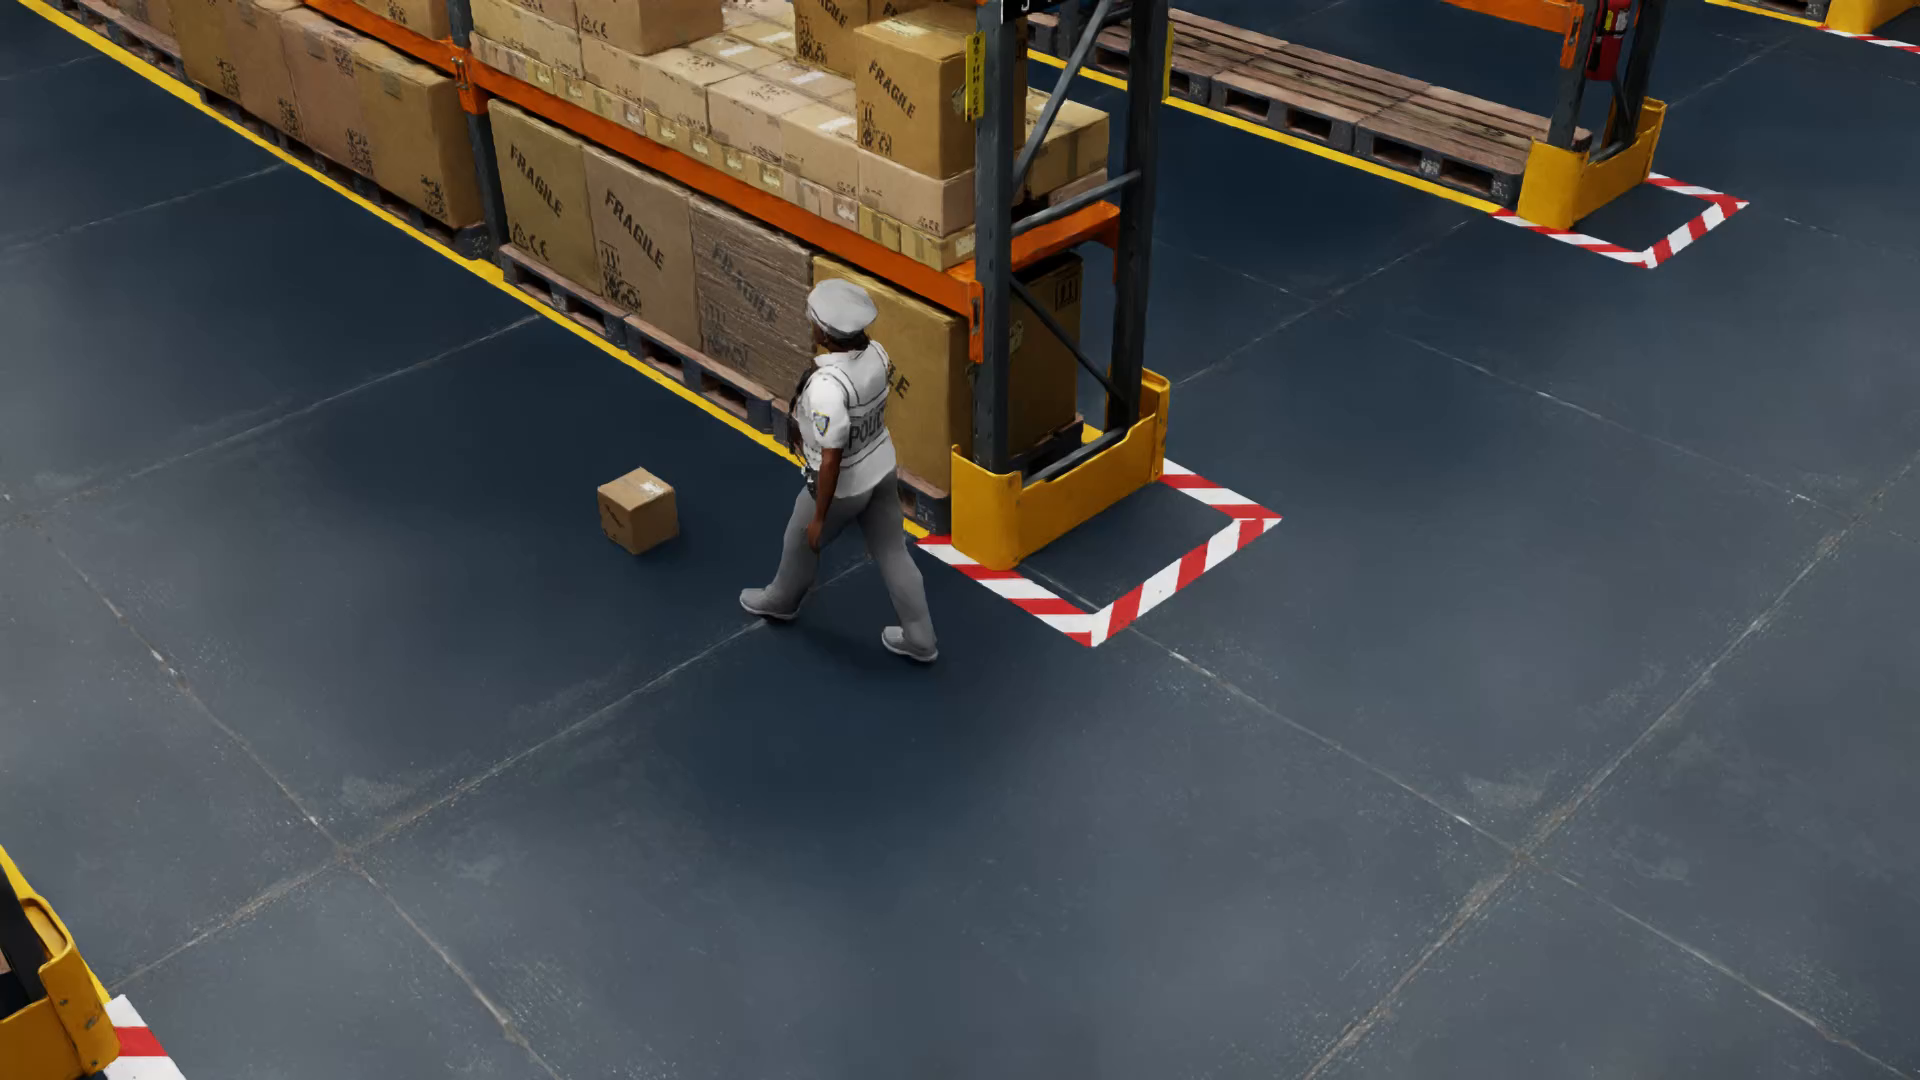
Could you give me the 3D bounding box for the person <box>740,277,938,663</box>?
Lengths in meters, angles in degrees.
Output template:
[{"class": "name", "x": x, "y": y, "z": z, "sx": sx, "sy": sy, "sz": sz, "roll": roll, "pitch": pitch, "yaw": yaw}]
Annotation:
[{"class": "person", "x": -0.526, "y": -0.274, "z": 6.517, "sx": 0.945, "sy": 1.647, "sz": 0.576, "roll": 22, "pitch": 41, "yaw": 27}]
